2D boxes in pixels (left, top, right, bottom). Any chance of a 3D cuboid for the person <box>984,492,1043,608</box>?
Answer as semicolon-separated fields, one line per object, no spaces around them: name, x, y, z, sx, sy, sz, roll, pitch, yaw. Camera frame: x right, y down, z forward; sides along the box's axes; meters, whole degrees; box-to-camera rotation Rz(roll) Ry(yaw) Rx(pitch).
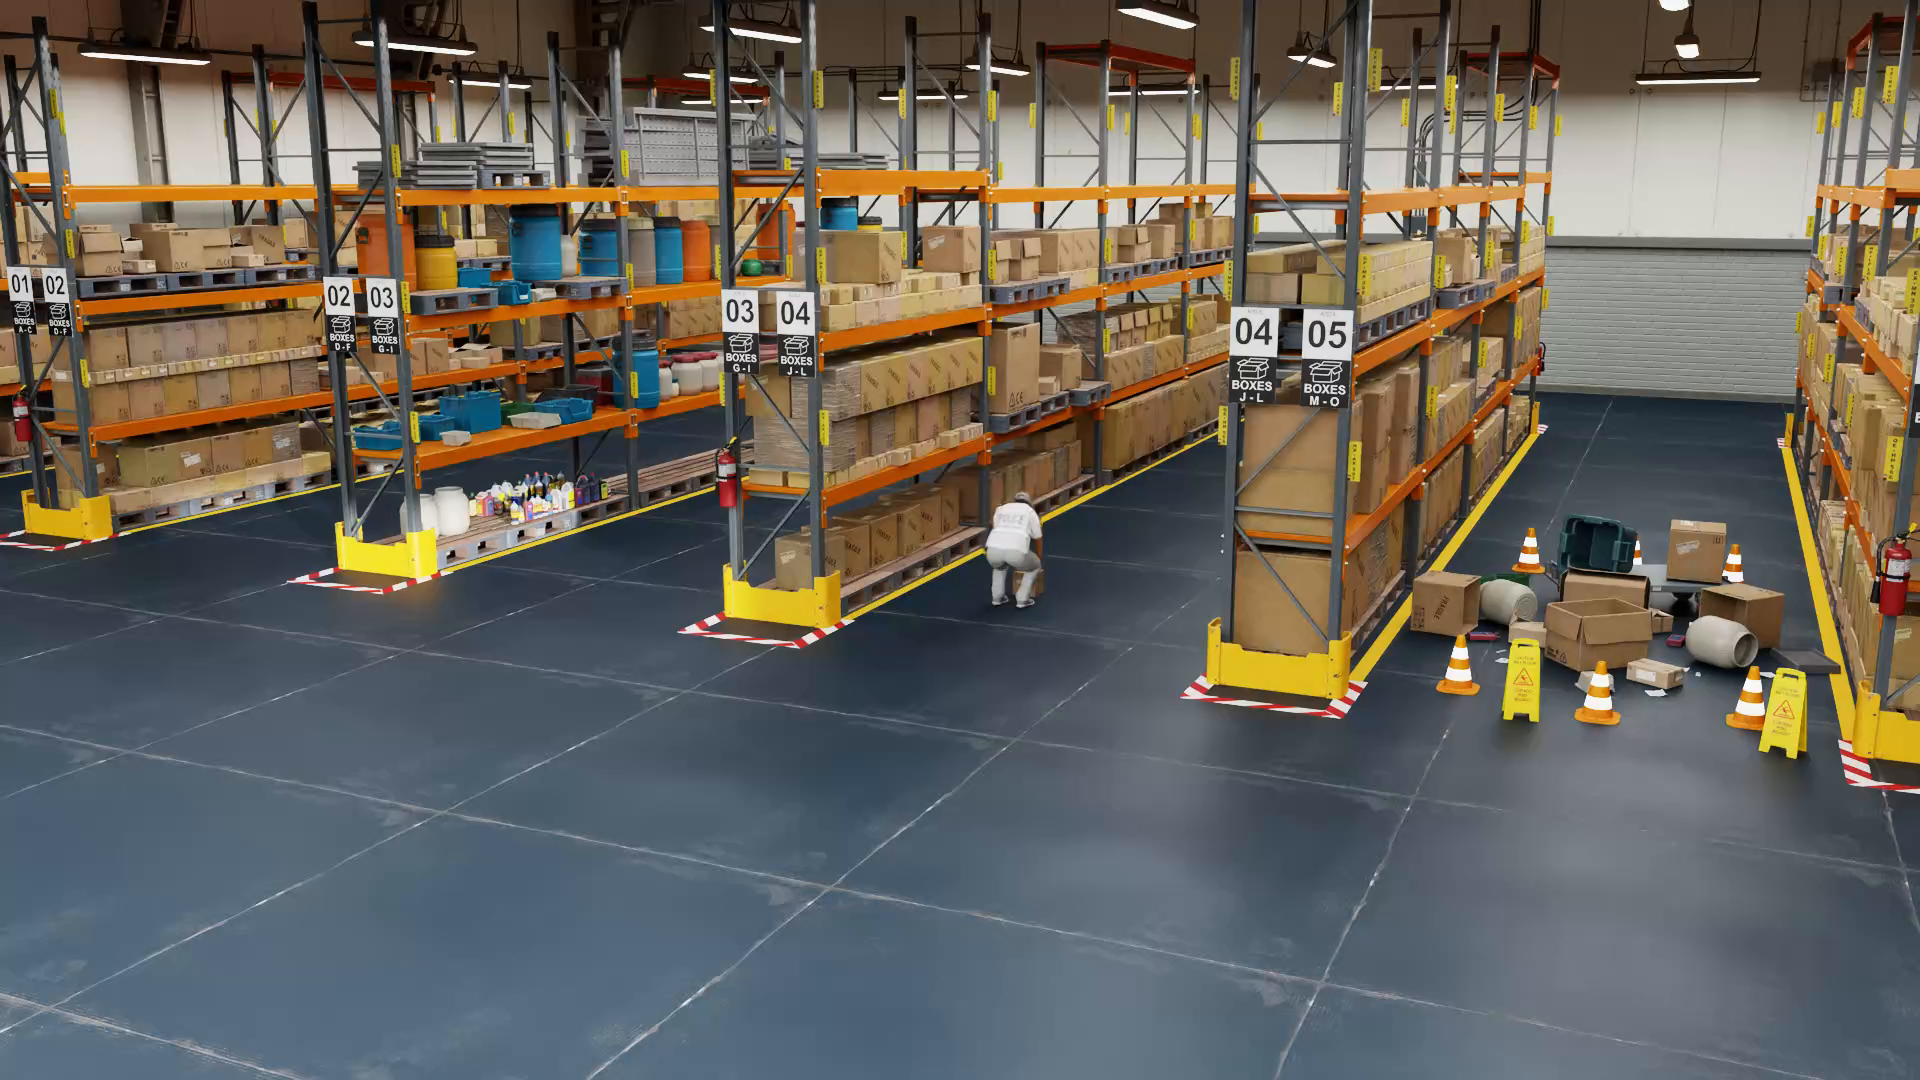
person;0.539;0.104;16.840;0.537;1.094;0.834;5;13;23
